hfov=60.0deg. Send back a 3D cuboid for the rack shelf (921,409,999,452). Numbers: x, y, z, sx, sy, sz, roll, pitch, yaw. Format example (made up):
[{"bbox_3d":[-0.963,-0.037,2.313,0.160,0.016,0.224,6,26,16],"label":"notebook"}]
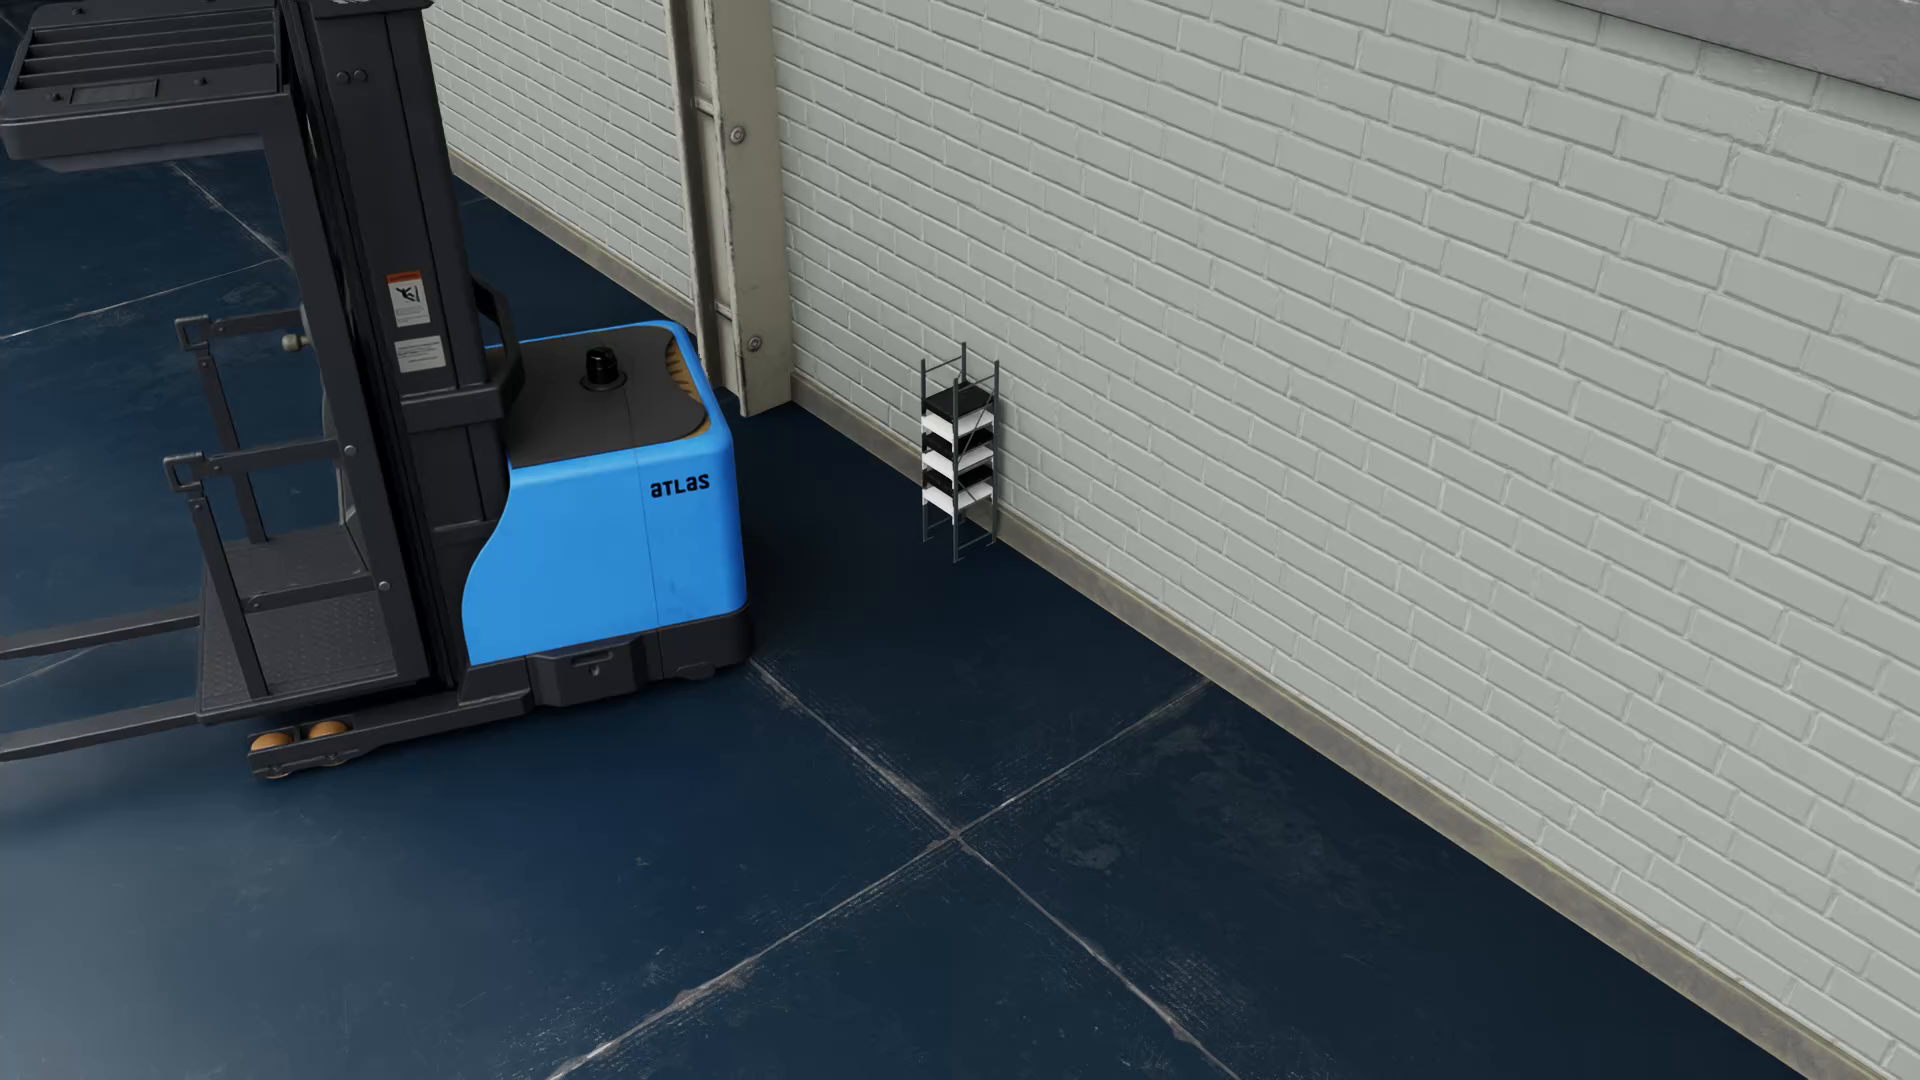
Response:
[{"bbox_3d":[-0.001,-0.479,6.894,0.258,0.077,0.200,-26,43,-32],"label":"rack shelf"}]

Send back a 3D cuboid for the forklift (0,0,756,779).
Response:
[{"bbox_3d":[-2.377,-0.676,5.669,3.031,2.935,1.130,-11,37,-15],"label":"forklift"}]

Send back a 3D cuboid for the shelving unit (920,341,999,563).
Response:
[{"bbox_3d":[-0.001,-0.360,6.979,0.258,0.900,0.210,-26,43,-32],"label":"shelving unit"}]

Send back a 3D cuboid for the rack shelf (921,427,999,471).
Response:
[{"bbox_3d":[-0.001,-0.406,6.947,0.258,0.077,0.200,-26,43,-32],"label":"rack shelf"}]

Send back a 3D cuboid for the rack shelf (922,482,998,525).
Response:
[{"bbox_3d":[-0.001,-0.186,7.103,0.258,0.077,0.200,-26,43,-32],"label":"rack shelf"}]

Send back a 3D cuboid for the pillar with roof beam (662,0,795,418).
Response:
[{"bbox_3d":[-4.339,-2.804,3.423,9.100,9.000,0.400,-26,43,-32],"label":"pillar with roof beam"}]

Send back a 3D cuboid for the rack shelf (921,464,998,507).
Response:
[{"bbox_3d":[-0.001,-0.259,7.051,0.258,0.077,0.200,-26,43,-32],"label":"rack shelf"}]

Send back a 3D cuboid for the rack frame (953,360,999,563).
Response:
[{"bbox_3d":[0.066,-0.315,6.916,0.240,0.900,0.006,-26,43,-32],"label":"rack frame"}]

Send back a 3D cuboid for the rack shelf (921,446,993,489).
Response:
[{"bbox_3d":[-0.001,-0.332,6.999,0.258,0.077,0.200,-26,43,-32],"label":"rack shelf"}]

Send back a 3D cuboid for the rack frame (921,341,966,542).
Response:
[{"bbox_3d":[-0.067,-0.404,7.042,0.240,0.900,0.006,-26,43,-32],"label":"rack frame"}]

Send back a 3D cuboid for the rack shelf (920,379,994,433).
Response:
[{"bbox_3d":[-0.001,-0.553,6.842,0.258,0.077,0.200,-26,43,-32],"label":"rack shelf"}]
